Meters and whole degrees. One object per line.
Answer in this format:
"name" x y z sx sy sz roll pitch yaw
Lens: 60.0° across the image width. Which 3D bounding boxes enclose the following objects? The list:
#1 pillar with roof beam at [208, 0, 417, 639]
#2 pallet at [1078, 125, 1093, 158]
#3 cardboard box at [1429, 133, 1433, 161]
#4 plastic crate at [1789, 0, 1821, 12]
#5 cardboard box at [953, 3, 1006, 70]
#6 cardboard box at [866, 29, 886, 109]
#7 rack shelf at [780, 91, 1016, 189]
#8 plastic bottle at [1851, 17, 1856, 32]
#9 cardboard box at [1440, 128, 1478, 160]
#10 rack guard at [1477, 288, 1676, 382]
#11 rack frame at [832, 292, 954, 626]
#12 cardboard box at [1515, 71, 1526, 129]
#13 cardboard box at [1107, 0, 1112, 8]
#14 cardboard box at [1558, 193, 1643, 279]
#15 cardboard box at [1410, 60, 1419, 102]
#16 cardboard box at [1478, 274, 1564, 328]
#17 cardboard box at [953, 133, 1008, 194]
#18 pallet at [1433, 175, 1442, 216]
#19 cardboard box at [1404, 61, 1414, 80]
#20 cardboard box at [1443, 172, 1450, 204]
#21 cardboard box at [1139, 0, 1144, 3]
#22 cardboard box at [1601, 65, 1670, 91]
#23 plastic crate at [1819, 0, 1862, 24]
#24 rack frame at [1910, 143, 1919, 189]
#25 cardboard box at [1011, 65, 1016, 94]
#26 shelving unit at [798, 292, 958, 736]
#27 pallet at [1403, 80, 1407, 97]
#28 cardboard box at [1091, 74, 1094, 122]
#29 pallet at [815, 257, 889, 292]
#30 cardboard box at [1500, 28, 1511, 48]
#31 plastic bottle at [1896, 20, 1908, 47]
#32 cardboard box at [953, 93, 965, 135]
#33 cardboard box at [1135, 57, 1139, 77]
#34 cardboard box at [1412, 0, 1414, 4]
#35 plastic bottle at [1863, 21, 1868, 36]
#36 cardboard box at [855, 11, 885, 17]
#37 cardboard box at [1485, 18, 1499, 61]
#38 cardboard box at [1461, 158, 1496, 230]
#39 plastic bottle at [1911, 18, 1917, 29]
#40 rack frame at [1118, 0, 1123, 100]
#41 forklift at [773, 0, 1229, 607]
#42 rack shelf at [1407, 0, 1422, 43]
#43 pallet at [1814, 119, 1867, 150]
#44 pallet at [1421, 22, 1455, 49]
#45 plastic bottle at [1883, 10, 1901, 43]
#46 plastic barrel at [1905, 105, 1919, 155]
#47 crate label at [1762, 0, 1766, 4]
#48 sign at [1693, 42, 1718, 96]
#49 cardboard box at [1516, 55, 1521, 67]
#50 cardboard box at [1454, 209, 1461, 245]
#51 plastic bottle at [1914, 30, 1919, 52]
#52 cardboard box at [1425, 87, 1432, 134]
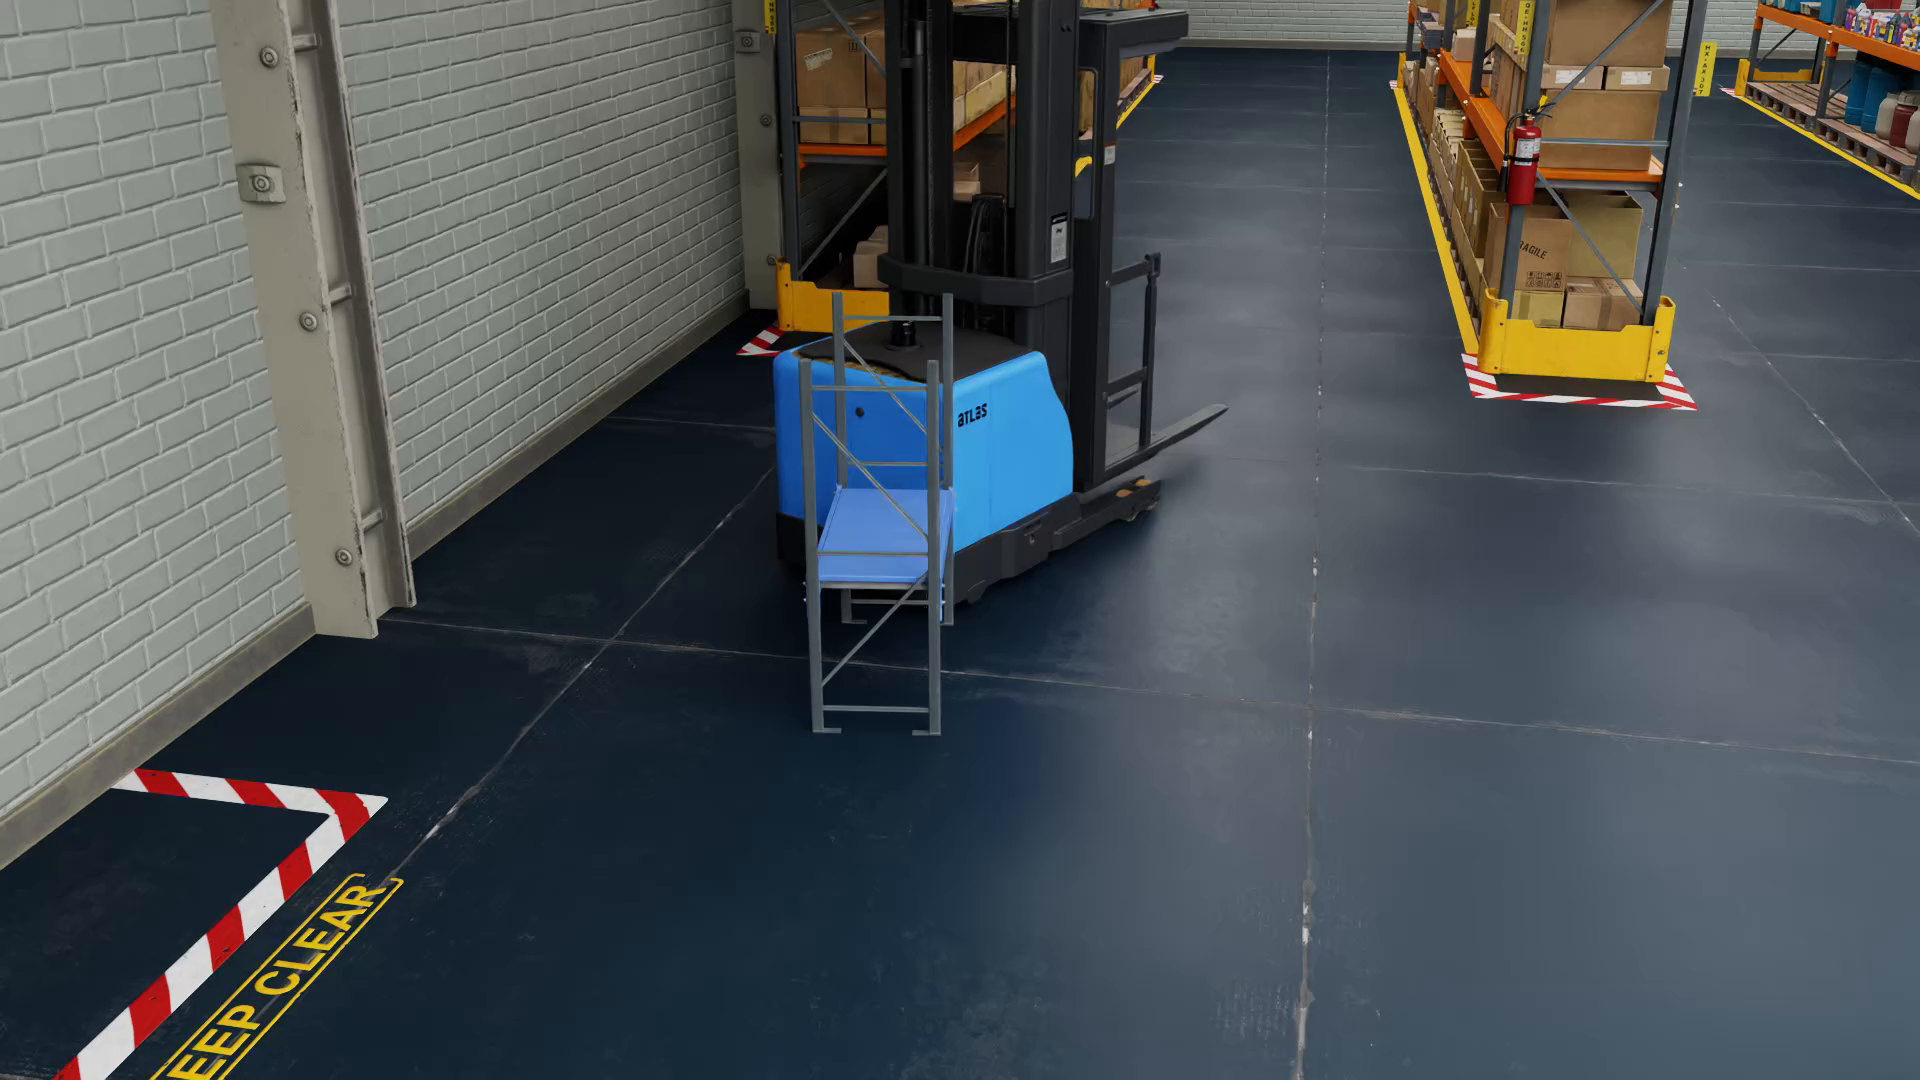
"pillar with roof beam" 1.531 -3.497 4.992 9.100 9.000 0.400 4 22 11
"pallet" 1.112 -4.830 20.064 1.003 0.211 1.213 4 22 11
"cardboard box" 5.333 -4.215 17.922 0.500 0.250 0.500 4 22 11
"plastic crate" 11.506 -7.305 22.621 0.416 0.233 0.300 4 22 11
"cardboard box" 0.171 -4.286 14.151 0.500 0.500 0.500 4 22 11
"cardboard box" -0.363 -3.354 11.837 0.500 0.500 0.500 4 22 11
"rack shelf" -0.347 -3.313 13.527 1.077 0.370 4.000 4 22 11
"plastic bottle" 10.867 -6.262 20.154 0.097 0.201 0.097 0 22 0
"cardboard box" 5.024 -3.908 16.409 0.500 0.311 0.500 4 22 10
"rack guard" 4.091 -1.371 11.087 1.175 0.500 0.348 4 22 11
"rack frame" -0.279 -0.324 7.149 0.500 1.500 0.032 1 22 2
"cardboard box" 4.413 -3.129 11.973 0.700 0.500 0.500 5 22 11
"cardboard box" 1.641 -6.939 21.009 0.500 0.500 0.500 4 22 11
"cardboard box" 4.523 -2.168 11.837 0.500 0.500 0.500 4 22 11
"cardboard box" 6.383 -6.202 22.495 0.500 0.500 0.500 4 22 11
"cardboard box" 3.916 -1.677 11.620 0.500 0.250 0.500 4 22 11
"cardboard box" 0.195 -3.693 16.265 0.700 0.500 0.500 5 23 13
"pallet" 5.271 -3.428 16.583 1.003 0.211 1.213 4 22 11
"cardboard box" 6.870 -6.959 24.709 0.500 0.250 0.500 4 22 11
"cardboard box" 4.817 -3.280 15.600 0.500 0.250 0.500 4 22 10
"cardboard box" 2.278 -8.452 24.922 0.980 0.700 0.700 4 22 10
"cardboard box" 4.386 -3.013 10.818 0.380 0.149 0.250 4 22 11
"plastic crate" 11.154 -6.766 21.078 0.392 0.384 0.575 4 22 11
"rack frame" 10.576 -5.086 16.966 1.000 3.000 0.127 4 22 11
"cardboard box" 0.261 -4.121 14.746 0.500 0.250 0.500 5 22 11
"shelving unit" -0.302 -0.134 6.678 0.538 1.500 1.048 1 22 2
"pallet" 7.183 -6.777 24.899 1.003 0.211 1.213 4 22 11
"cardboard box" 1.341 -5.617 20.601 0.750 0.750 0.750 4 22 11
"pallet" -0.539 -1.944 12.897 1.003 0.211 1.213 4 22 11
"cardboard box" 4.513 -3.983 13.226 0.380 0.149 0.250 4 22 10
"plastic bottle" 10.474 -5.630 18.474 0.061 0.283 0.133 4 22 11
"cardboard box" -0.252 -3.200 12.458 0.500 0.250 0.500 4 22 9
"cardboard box" 2.363 -7.355 25.385 0.700 0.500 0.500 4 22 11
"cardboard box" 6.911 -8.105 24.330 0.500 0.500 0.500 4 22 10
"plastic bottle" 10.760 -6.071 19.678 0.097 0.201 0.097 0 22 0
"cardboard box" -0.550 -3.948 13.312 0.500 0.500 0.500 5 22 12
"cardboard box" 5.294 -4.704 15.883 0.500 0.500 0.500 4 22 11
"cardboard box" 4.307 -2.757 13.300 0.500 0.500 0.500 4 22 11
"plastic bottle" 10.653 -5.687 18.614 0.061 0.283 0.133 4 22 11
"rack frame" 1.694 -7.304 22.473 1.000 3.000 0.127 4 22 11
"forklift" 0.403 -1.551 8.280 1.130 2.935 3.031 15 27 33
"rack shelf" 6.952 -7.325 23.490 1.077 0.370 4.000 4 22 11
"pallet" 11.194 -4.976 20.426 1.003 0.211 1.213 4 22 11
"pallet" 5.797 -5.629 18.571 1.213 0.211 1.003 4 22 11
"plastic bottle" 10.613 -5.833 18.887 0.144 0.351 0.185 4 22 11
"plastic barrel" 10.687 -4.520 18.329 0.421 0.512 0.421 0 22 0
"crate label" 11.836 -7.896 24.089 0.416 0.233 0.303 4 22 11
"sign" 4.638 -2.933 10.355 0.100 0.325 0.005 4 22 11
"cardboard box" 4.250 -3.514 12.061 0.380 0.149 0.250 5 22 12
"cardboard box" 4.413 -2.592 13.893 0.500 0.250 0.500 4 22 11
"plastic bottle" 10.369 -5.403 17.926 0.097 0.271 0.097 0 22 0
"cardboard box" 5.795 -5.058 19.655 0.500 0.500 0.500 4 22 9
